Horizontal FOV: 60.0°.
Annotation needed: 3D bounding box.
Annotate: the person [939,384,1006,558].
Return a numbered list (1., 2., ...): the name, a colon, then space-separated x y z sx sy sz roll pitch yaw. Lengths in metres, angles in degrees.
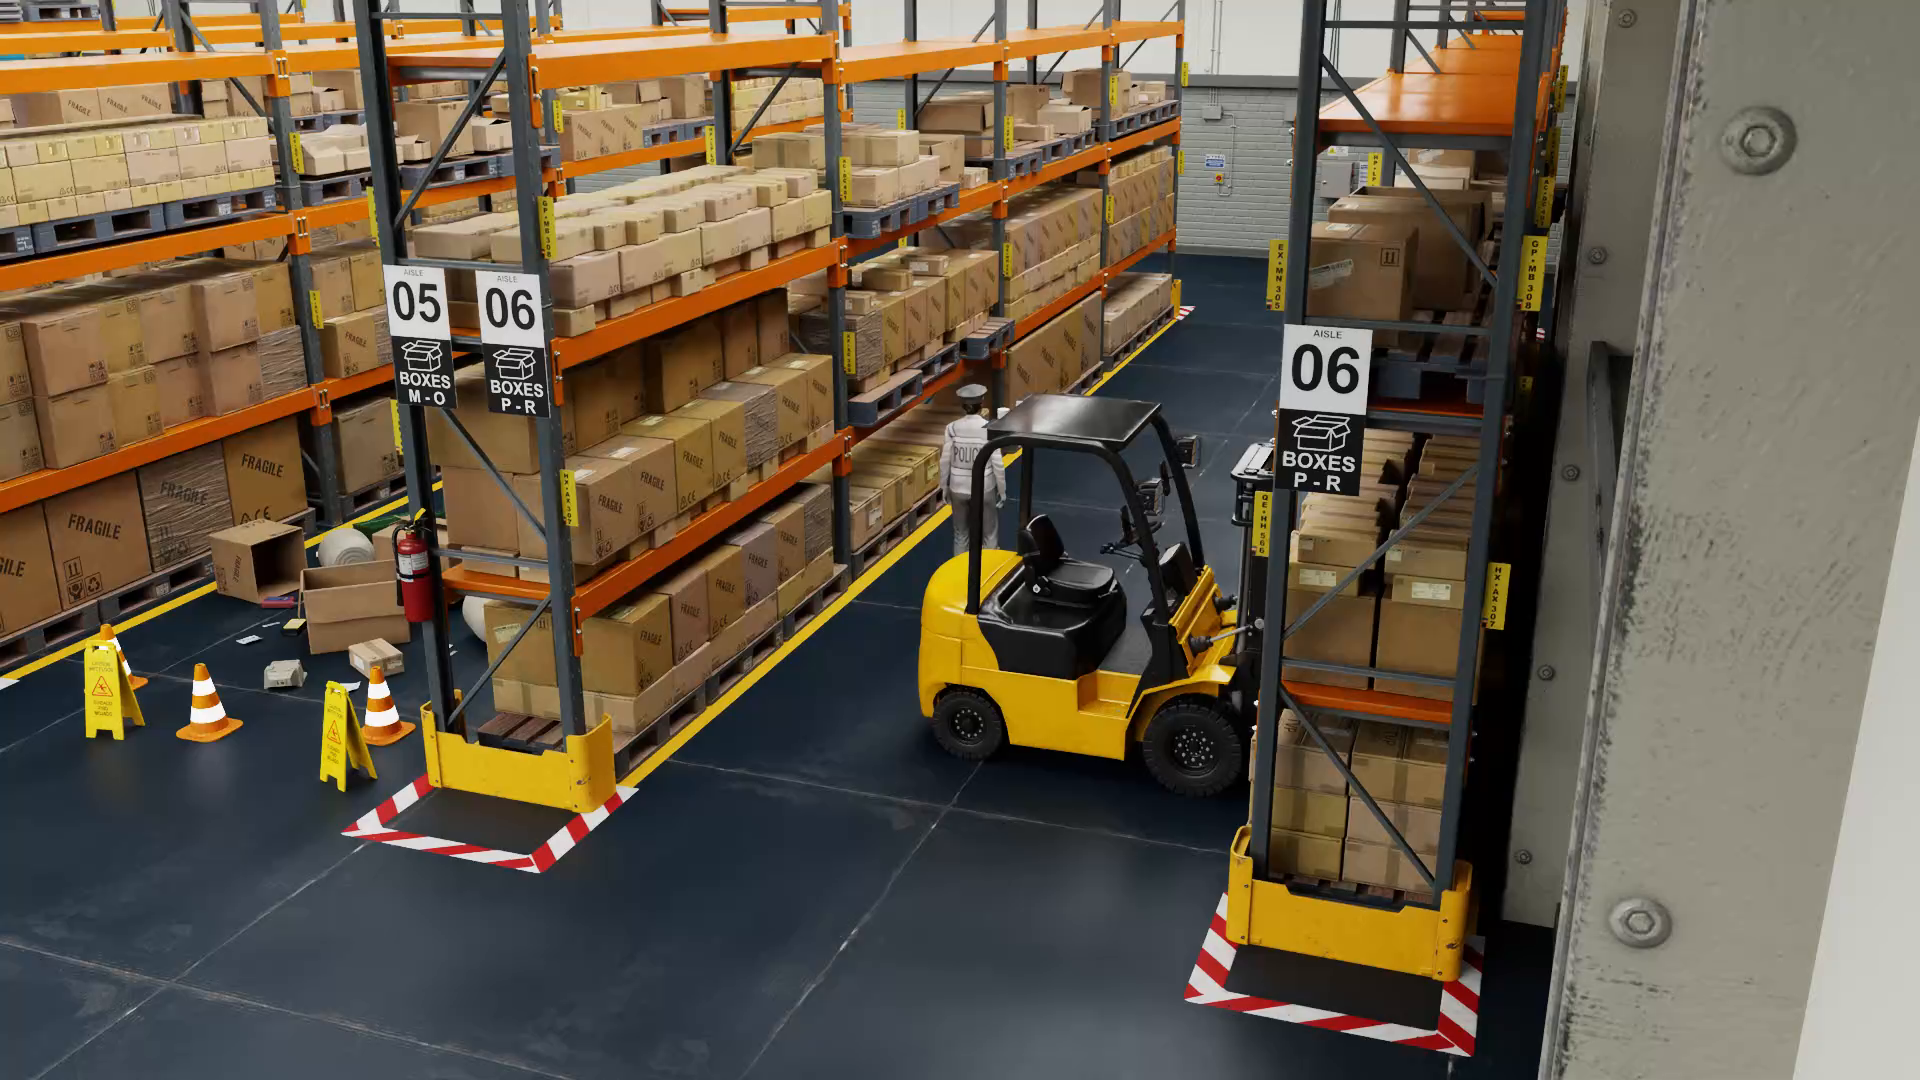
1. person: 0.107 -0.390 13.204 0.547 1.663 0.376 5 19 14
